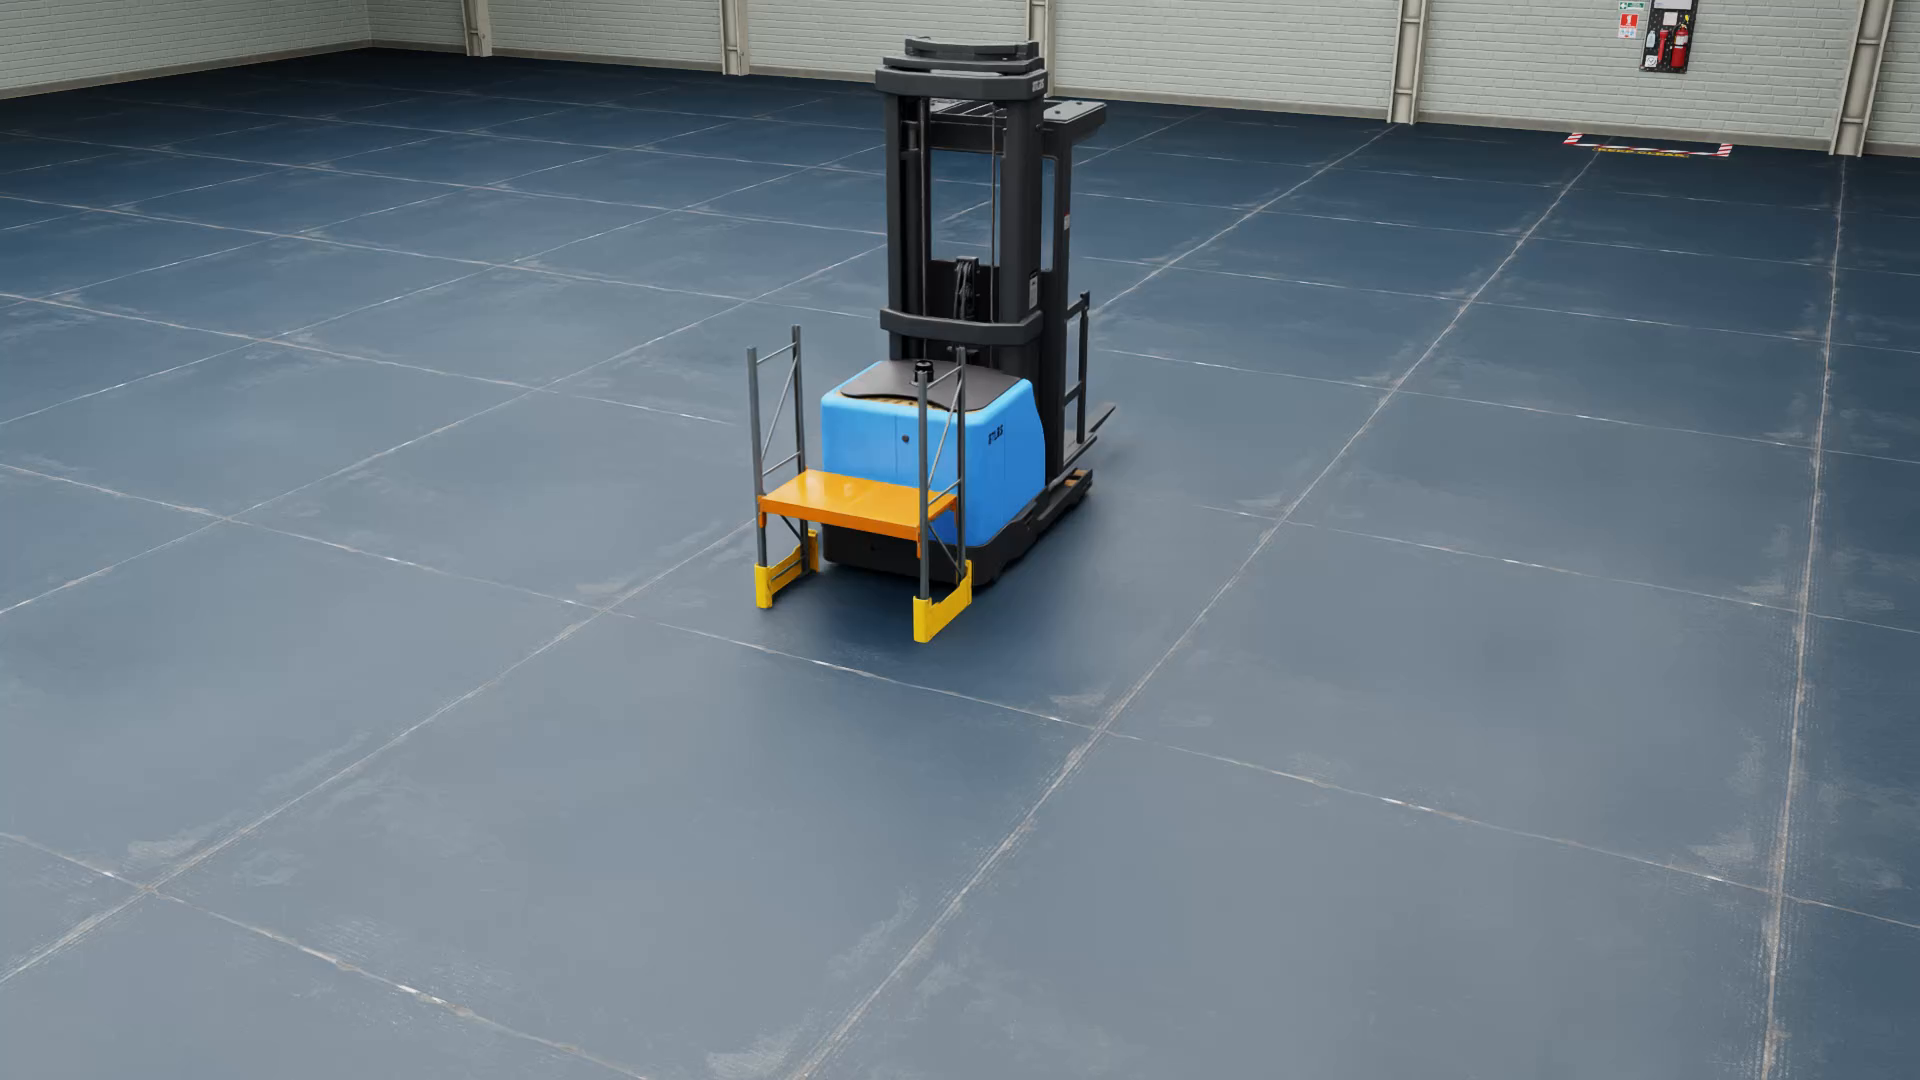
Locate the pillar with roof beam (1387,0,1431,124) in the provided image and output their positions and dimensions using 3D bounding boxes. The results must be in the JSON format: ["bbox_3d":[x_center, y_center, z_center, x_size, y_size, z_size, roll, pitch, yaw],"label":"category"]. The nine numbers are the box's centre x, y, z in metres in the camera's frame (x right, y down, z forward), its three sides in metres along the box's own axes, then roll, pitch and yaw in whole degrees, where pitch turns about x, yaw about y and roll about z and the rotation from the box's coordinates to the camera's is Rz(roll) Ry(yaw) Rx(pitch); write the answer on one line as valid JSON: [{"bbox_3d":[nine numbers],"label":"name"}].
[{"bbox_3d":[4.728,-8.943,19.779,0.400,9.000,9.100,11,25,25],"label":"pillar with roof beam"}]

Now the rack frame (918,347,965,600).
[{"bbox_3d":[-0.091,-0.244,8.905,0.032,1.500,0.500,11,25,23],"label":"rack frame"}]

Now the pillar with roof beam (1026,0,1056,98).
[{"bbox_3d":[-0.627,-10.002,22.271,0.400,9.000,9.100,11,25,25],"label":"pillar with roof beam"}]

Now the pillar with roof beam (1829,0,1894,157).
[{"bbox_3d":[10.082,-7.883,17.288,0.400,9.000,9.100,11,25,25],"label":"pillar with roof beam"}]

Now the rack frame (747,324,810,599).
[{"bbox_3d":[-1.008,-0.416,9.310,0.032,1.500,0.500,11,25,23],"label":"rack frame"}]

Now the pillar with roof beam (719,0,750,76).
[{"bbox_3d":[-5.982,-11.062,24.762,0.400,9.000,9.100,11,25,25],"label":"pillar with roof beam"}]

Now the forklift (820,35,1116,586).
[{"bbox_3d":[0.227,-1.633,10.346,1.130,2.935,3.031,9,25,21],"label":"forklift"}]

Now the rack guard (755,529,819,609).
[{"bbox_3d":[-0.990,0.162,9.548,0.087,0.250,0.587,11,25,23],"label":"rack guard"}]

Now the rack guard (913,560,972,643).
[{"bbox_3d":[-0.092,0.331,9.151,0.087,0.250,0.587,11,25,23],"label":"rack guard"}]

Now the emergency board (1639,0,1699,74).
[{"bbox_3d":[9.836,-7.076,23.055,0.643,1.169,0.194,11,25,25],"label":"emergency board"}]

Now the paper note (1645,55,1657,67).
[{"bbox_3d":[9.709,-6.726,23.358,0.142,0.148,0.016,11,25,25],"label":"paper note"}]

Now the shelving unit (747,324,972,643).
[{"bbox_3d":[-0.541,-0.328,9.104,1.083,1.500,0.587,11,25,23],"label":"shelving unit"}]

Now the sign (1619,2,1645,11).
[{"bbox_3d":[9.389,-7.466,23.250,0.331,0.109,0.001,11,25,25],"label":"sign"}]

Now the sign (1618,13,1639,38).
[{"bbox_3d":[9.389,-7.226,23.362,0.234,0.329,0.001,11,25,25],"label":"sign"}]

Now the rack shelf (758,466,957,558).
[{"bbox_3d":[-0.549,-0.165,9.178,1.000,0.185,0.538,11,25,23],"label":"rack shelf"}]

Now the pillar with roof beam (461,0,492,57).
[{"bbox_3d":[-11.336,-12.121,27.253,0.400,9.000,9.100,11,25,25],"label":"pillar with roof beam"}]
